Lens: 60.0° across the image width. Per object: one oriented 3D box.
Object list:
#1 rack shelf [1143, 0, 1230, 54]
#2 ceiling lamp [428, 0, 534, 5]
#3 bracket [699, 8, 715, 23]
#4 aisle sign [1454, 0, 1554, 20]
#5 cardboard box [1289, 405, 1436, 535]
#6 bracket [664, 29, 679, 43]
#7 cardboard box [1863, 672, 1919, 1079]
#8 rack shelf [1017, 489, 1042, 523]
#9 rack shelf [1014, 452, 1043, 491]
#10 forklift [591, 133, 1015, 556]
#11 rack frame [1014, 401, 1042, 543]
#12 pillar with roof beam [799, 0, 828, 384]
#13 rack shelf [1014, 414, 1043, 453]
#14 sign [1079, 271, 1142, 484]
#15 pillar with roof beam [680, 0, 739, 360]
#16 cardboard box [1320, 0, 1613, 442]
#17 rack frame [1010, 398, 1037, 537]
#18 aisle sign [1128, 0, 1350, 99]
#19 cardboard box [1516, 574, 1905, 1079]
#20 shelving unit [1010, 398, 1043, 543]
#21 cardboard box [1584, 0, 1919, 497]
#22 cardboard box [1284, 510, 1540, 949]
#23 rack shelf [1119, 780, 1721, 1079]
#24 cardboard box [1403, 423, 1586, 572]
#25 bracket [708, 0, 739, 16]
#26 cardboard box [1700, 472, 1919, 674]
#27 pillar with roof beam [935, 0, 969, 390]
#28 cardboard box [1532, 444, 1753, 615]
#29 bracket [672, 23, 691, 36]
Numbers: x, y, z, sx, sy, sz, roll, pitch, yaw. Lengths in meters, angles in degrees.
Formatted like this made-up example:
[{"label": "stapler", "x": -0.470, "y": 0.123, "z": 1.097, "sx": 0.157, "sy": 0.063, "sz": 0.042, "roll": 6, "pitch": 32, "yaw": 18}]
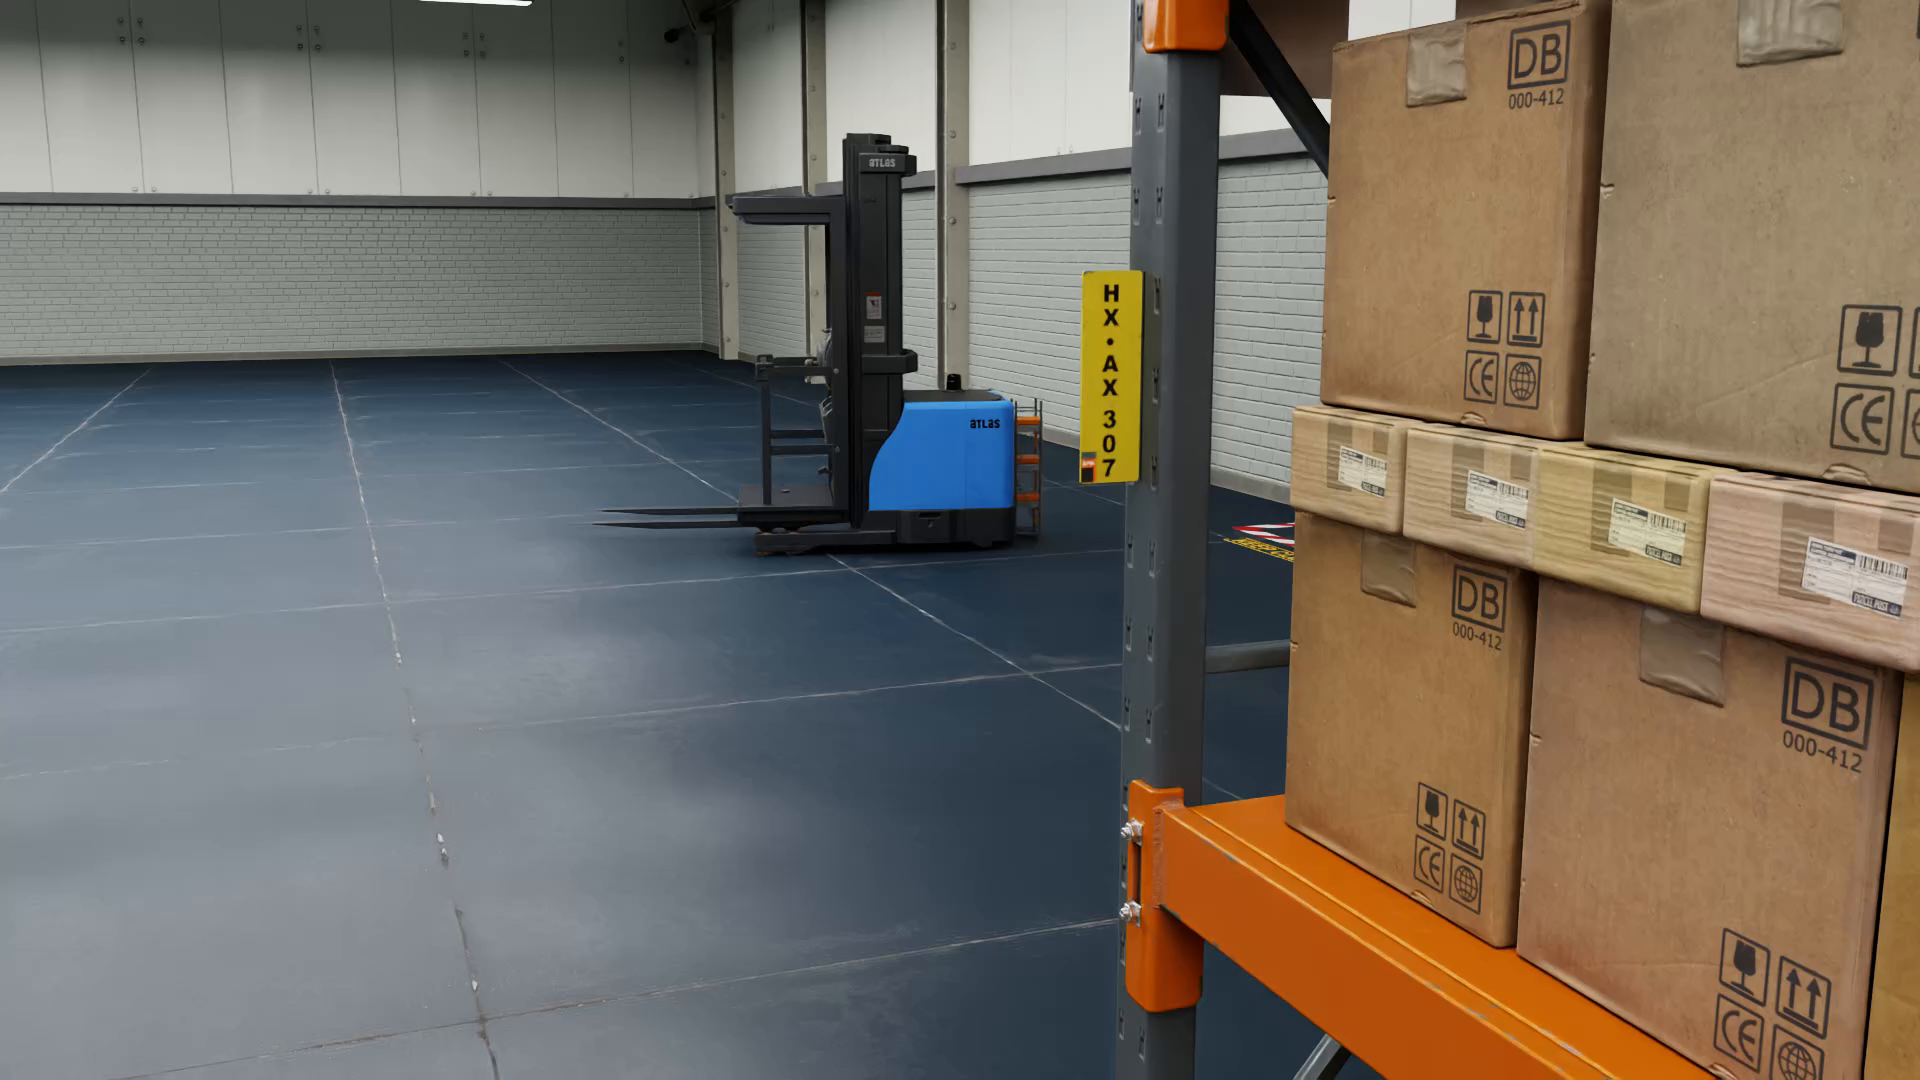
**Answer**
[{"label": "rack shelf", "x": 1.477, "y": -0.616, "z": 0.805, "sx": 1.077, "sy": 0.370, "sz": 4.000, "roll": -4, "pitch": 11, "yaw": -21}, {"label": "ceiling lamp", "x": -7.667, "y": -9.854, "z": 25.454, "sx": 2.000, "sy": 3.185, "sz": 0.800, "roll": -4, "pitch": 11, "yaw": -21}, {"label": "bracket", "x": -4.624, "y": -9.607, "z": 30.458, "sx": 0.235, "sy": 0.232, "sz": 0.430, "roll": -4, "pitch": 11, "yaw": -21}, {"label": "aisle sign", "x": 1.002, "y": -1.129, "z": 2.778, "sx": 0.394, "sy": 0.787, "sz": 0.004, "roll": -4, "pitch": 11, "yaw": -21}, {"label": "cardboard box", "x": 0.693, "y": -0.110, "z": 2.338, "sx": 0.380, "sy": 0.149, "sz": 0.250, "roll": -4, "pitch": 11, "yaw": -21}, {"label": "bracket", "x": -5.784, "y": -10.130, "z": 33.395, "sx": 0.235, "sy": 0.232, "sz": 0.430, "roll": -4, "pitch": 11, "yaw": -21}, {"label": "cardboard box", "x": 1.279, "y": 0.375, "z": 1.461, "sx": 0.700, "sy": 0.500, "sz": 0.500, "roll": -4, "pitch": 11, "yaw": -21}, {"label": "rack shelf", "x": 0.486, "y": -0.234, "z": 12.385, "sx": 0.215, "sy": 0.259, "sz": 0.240, "roll": -1, "pitch": 10, "yaw": -6}, {"label": "rack shelf", "x": 0.486, "y": -0.508, "z": 12.336, "sx": 0.215, "sy": 0.259, "sz": 0.240, "roll": -1, "pitch": 10, "yaw": -6}, {"label": "forklift", "x": -1.153, "y": -1.428, "z": 12.076, "sx": 3.031, "sy": 2.935, "sz": 1.130, "roll": -1, "pitch": 10, "yaw": -6}, {"label": "rack frame", "x": 0.500, "y": -0.497, "z": 12.215, "sx": 0.200, "sy": 1.050, "sz": 0.008, "roll": -1, "pitch": 10, "yaw": -6}, {"label": "pillar with roof beam", "x": -6.282, "y": -6.673, "z": 24.239, "sx": 9.100, "sy": 9.000, "sz": 0.400, "roll": -4, "pitch": 11, "yaw": -21}, {"label": "rack shelf", "x": 0.487, "y": -0.787, "z": 12.286, "sx": 0.215, "sy": 0.259, "sz": 0.240, "roll": -1, "pitch": 10, "yaw": -6}, {"label": "sign", "x": 0.233, "y": -0.250, "z": 2.565, "sx": 0.100, "sy": 0.325, "sz": 0.005, "roll": -4, "pitch": 11, "yaw": -21}, {"label": "pillar with roof beam", "x": -8.456, "y": -7.652, "z": 29.745, "sx": 9.100, "sy": 9.000, "sz": 0.548, "roll": -4, "pitch": 11, "yaw": -21}, {"label": "cardboard box", "x": 0.928, "y": -0.422, "z": 2.237, "sx": 0.700, "sy": 0.500, "sz": 0.500, "roll": -4, "pitch": 11, "yaw": -21}, {"label": "rack frame", "x": 0.472, "y": -0.539, "z": 12.454, "sx": 0.200, "sy": 1.050, "sz": 0.008, "roll": -1, "pitch": 10, "yaw": -6}, {"label": "aisle sign", "x": 0.443, "y": -1.091, "z": 2.564, "sx": 0.394, "sy": 0.787, "sz": 0.004, "roll": -4, "pitch": 11, "yaw": -21}, {"label": "cardboard box", "x": 1.104, "y": 0.294, "z": 1.919, "sx": 0.700, "sy": 0.500, "sz": 0.500, "roll": -4, "pitch": 11, "yaw": -19}, {"label": "shelving unit", "x": 0.486, "y": -0.518, "z": 12.334, "sx": 0.215, "sy": 1.050, "sz": 0.252, "roll": -1, "pitch": 10, "yaw": -6}, {"label": "cardboard box", "x": 1.124, "y": -0.336, "z": 1.756, "sx": 0.700, "sy": 0.500, "sz": 0.500, "roll": -4, "pitch": 11, "yaw": -22}, {"label": "cardboard box", "x": 0.909, "y": 0.208, "z": 2.399, "sx": 0.700, "sy": 0.500, "sz": 0.500, "roll": -4, "pitch": 11, "yaw": -21}, {"label": "rack shelf", "x": 1.477, "y": 0.861, "z": 1.068, "sx": 1.077, "sy": 0.370, "sz": 4.000, "roll": -4, "pitch": 11, "yaw": -21}, {"label": "cardboard box", "x": 0.792, "y": -0.067, "z": 2.097, "sx": 0.380, "sy": 0.149, "sz": 0.250, "roll": -4, "pitch": 11, "yaw": -22}, {"label": "bracket", "x": -3.691, "y": -9.187, "z": 28.094, "sx": 0.076, "sy": 0.066, "sz": 4.783, "roll": -4, "pitch": 11, "yaw": -21}, {"label": "cardboard box", "x": 0.970, "y": 0.015, "z": 1.635, "sx": 0.380, "sy": 0.149, "sz": 0.250, "roll": -4, "pitch": 11, "yaw": -22}, {"label": "pillar with roof beam", "x": -4.108, "y": -5.694, "z": 18.733, "sx": 9.100, "sy": 9.000, "sz": 0.400, "roll": -4, "pitch": 11, "yaw": -21}, {"label": "cardboard box", "x": 0.881, "y": -0.027, "z": 1.867, "sx": 0.380, "sy": 0.149, "sz": 0.250, "roll": -4, "pitch": 11, "yaw": -21}, {"label": "bracket", "x": -5.570, "y": -10.033, "z": 32.853, "sx": 0.076, "sy": 0.066, "sz": 3.189, "roll": -4, "pitch": 11, "yaw": -21}]
